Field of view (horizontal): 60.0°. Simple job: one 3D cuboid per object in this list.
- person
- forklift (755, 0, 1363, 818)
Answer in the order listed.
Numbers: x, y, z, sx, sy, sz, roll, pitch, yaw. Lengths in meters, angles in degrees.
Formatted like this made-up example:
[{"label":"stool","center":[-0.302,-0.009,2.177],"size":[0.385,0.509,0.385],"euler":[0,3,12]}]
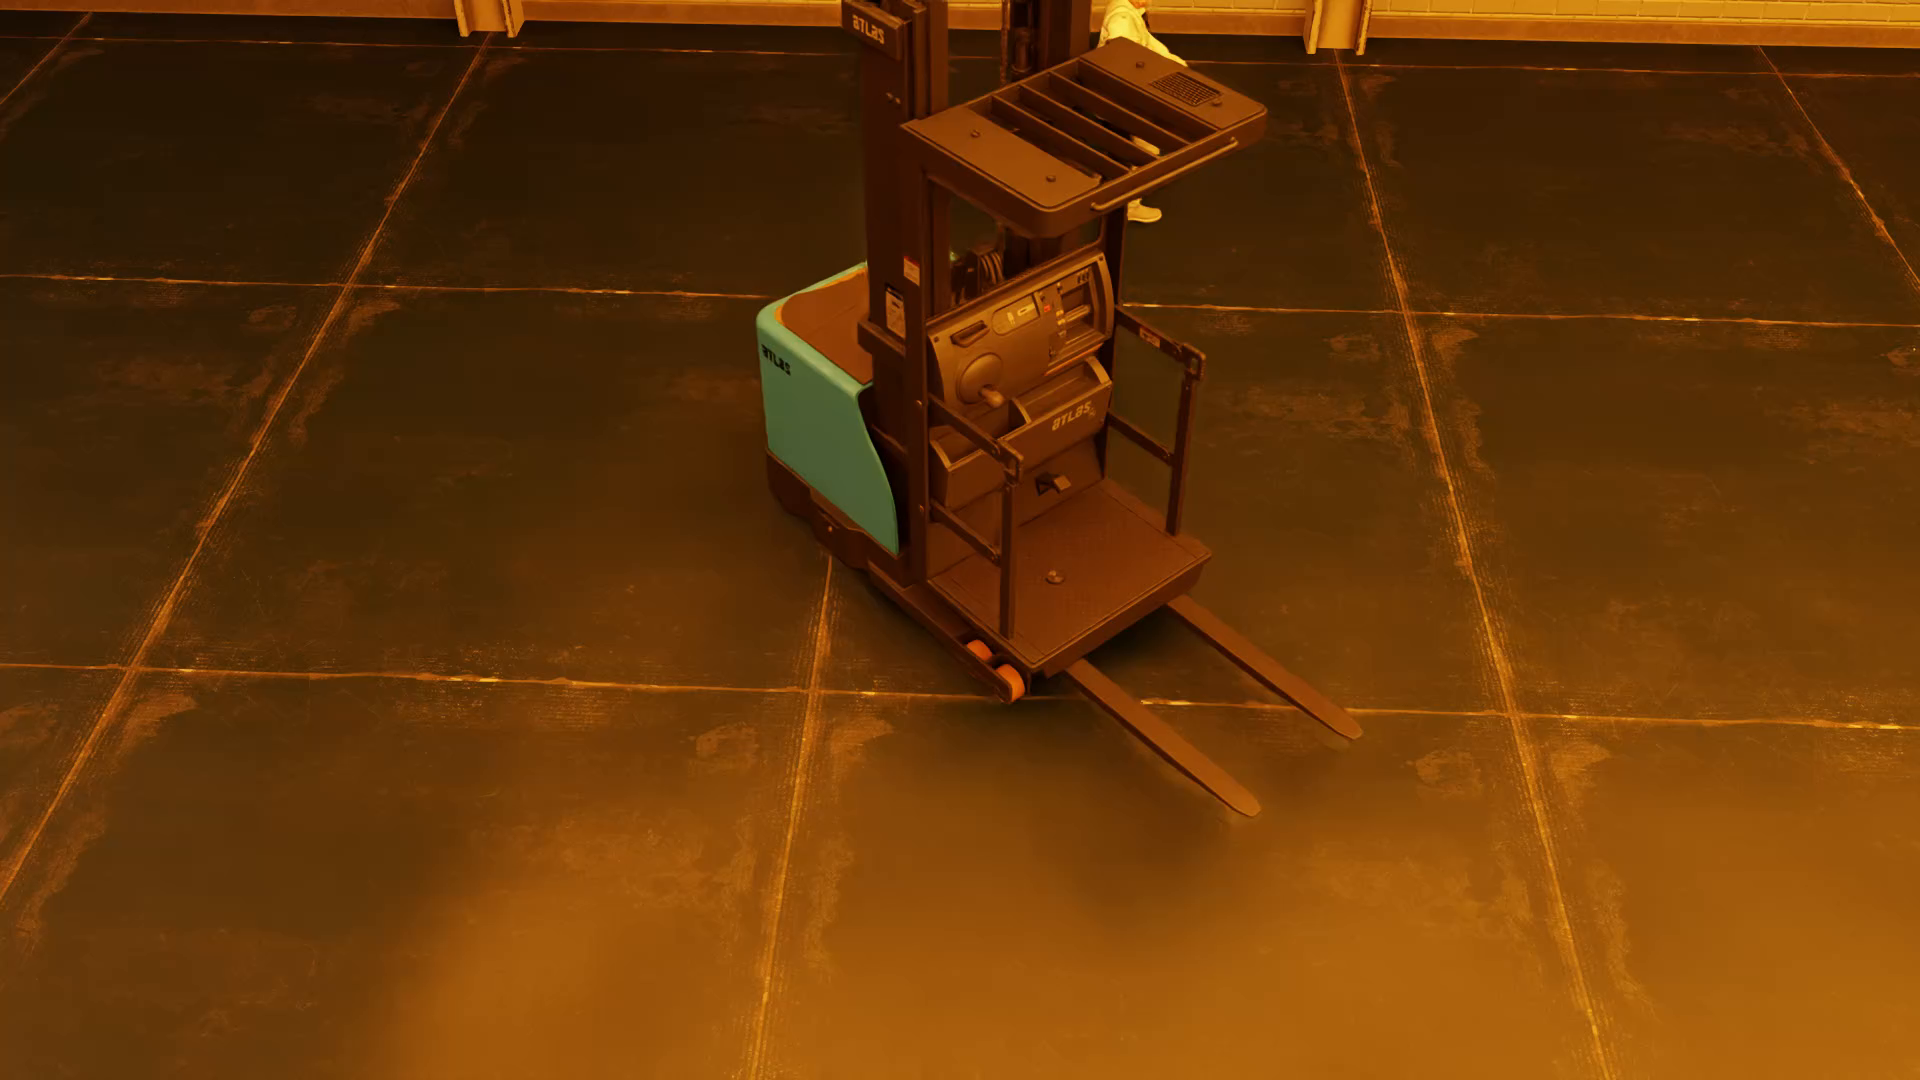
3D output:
[{"label":"person","center":[1.030,-2.557,9.549],"size":[0.650,1.613,0.729],"euler":[-4,43,-4]},{"label":"forklift","center":[0.399,-0.771,6.586],"size":[1.130,2.935,3.031],"euler":[-30,50,-29]}]
